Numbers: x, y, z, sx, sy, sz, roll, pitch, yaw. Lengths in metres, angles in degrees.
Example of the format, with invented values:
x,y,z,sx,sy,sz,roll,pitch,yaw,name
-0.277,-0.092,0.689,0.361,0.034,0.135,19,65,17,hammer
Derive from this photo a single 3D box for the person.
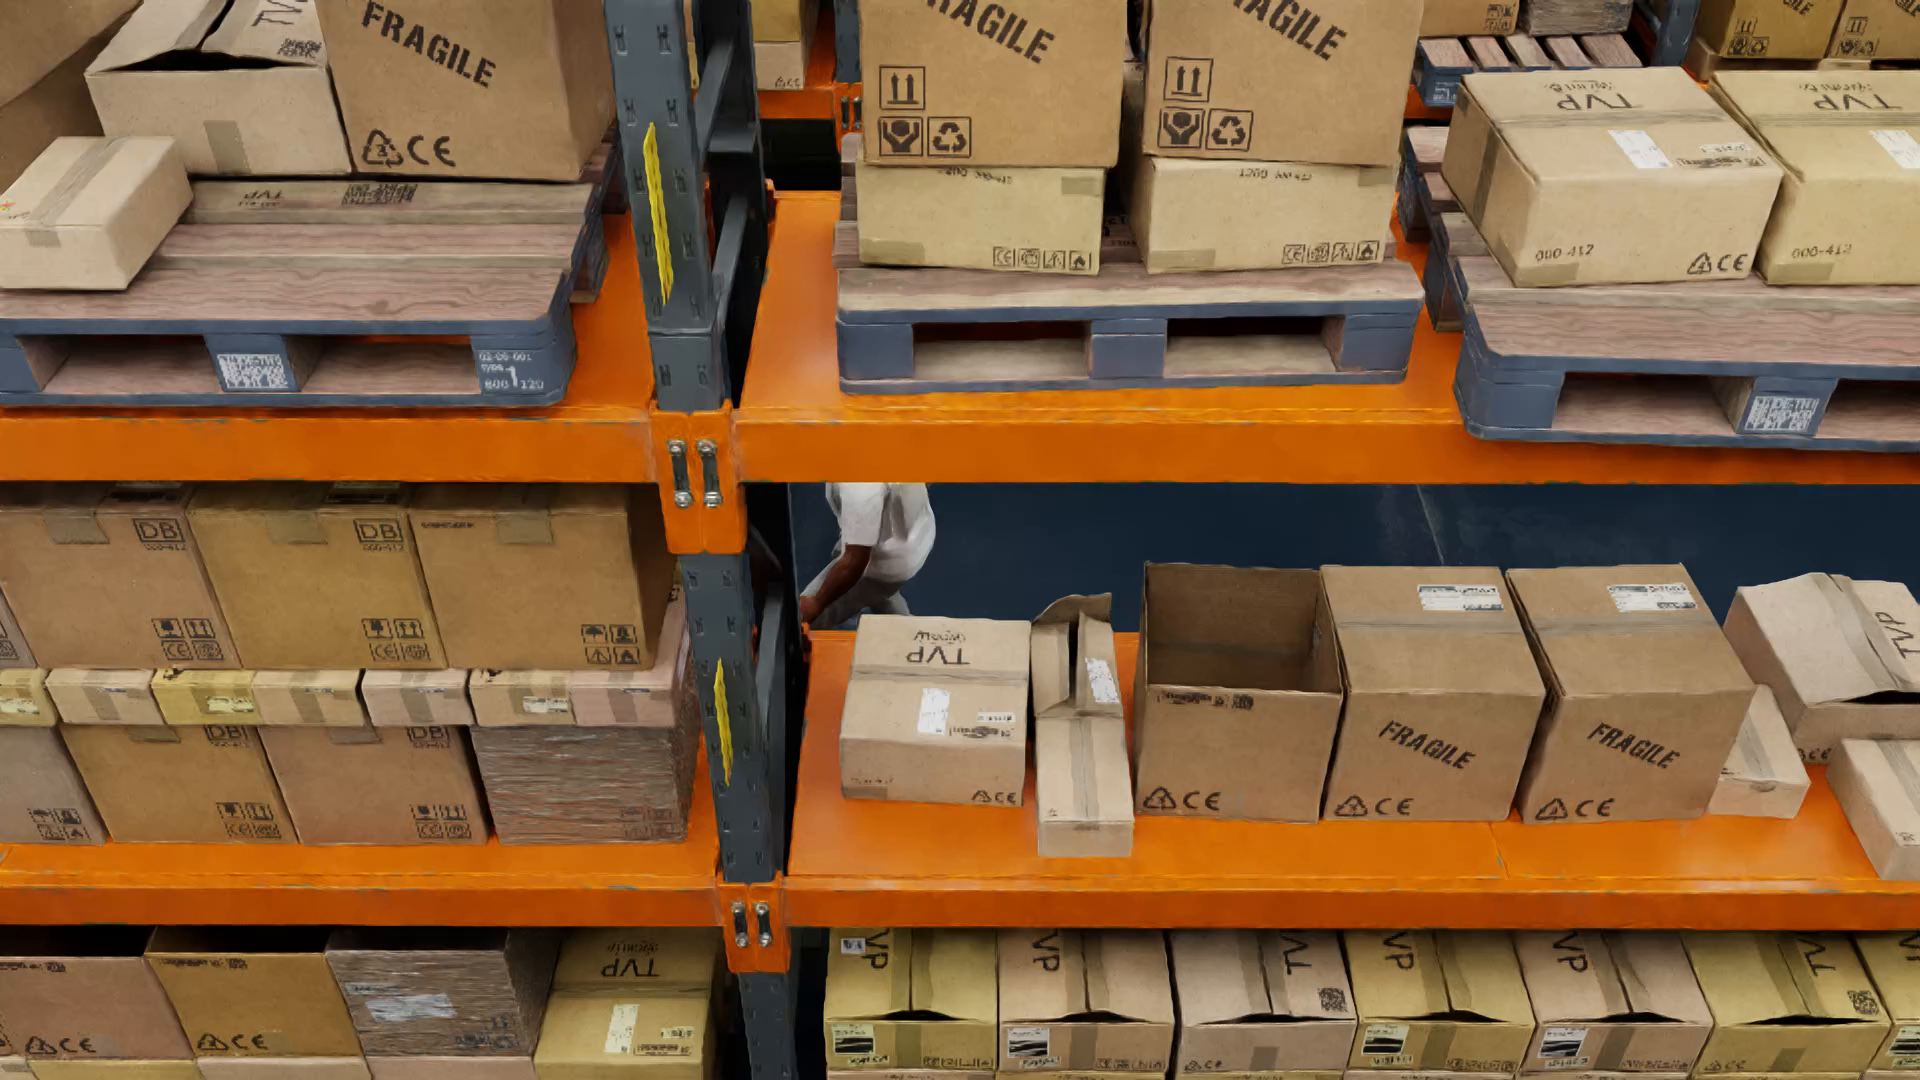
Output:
x,y,z,sx,sy,sz,roll,pitch,yaw,name
-0.395,0.000,6.268,0.537,1.614,0.897,15,42,17,person
